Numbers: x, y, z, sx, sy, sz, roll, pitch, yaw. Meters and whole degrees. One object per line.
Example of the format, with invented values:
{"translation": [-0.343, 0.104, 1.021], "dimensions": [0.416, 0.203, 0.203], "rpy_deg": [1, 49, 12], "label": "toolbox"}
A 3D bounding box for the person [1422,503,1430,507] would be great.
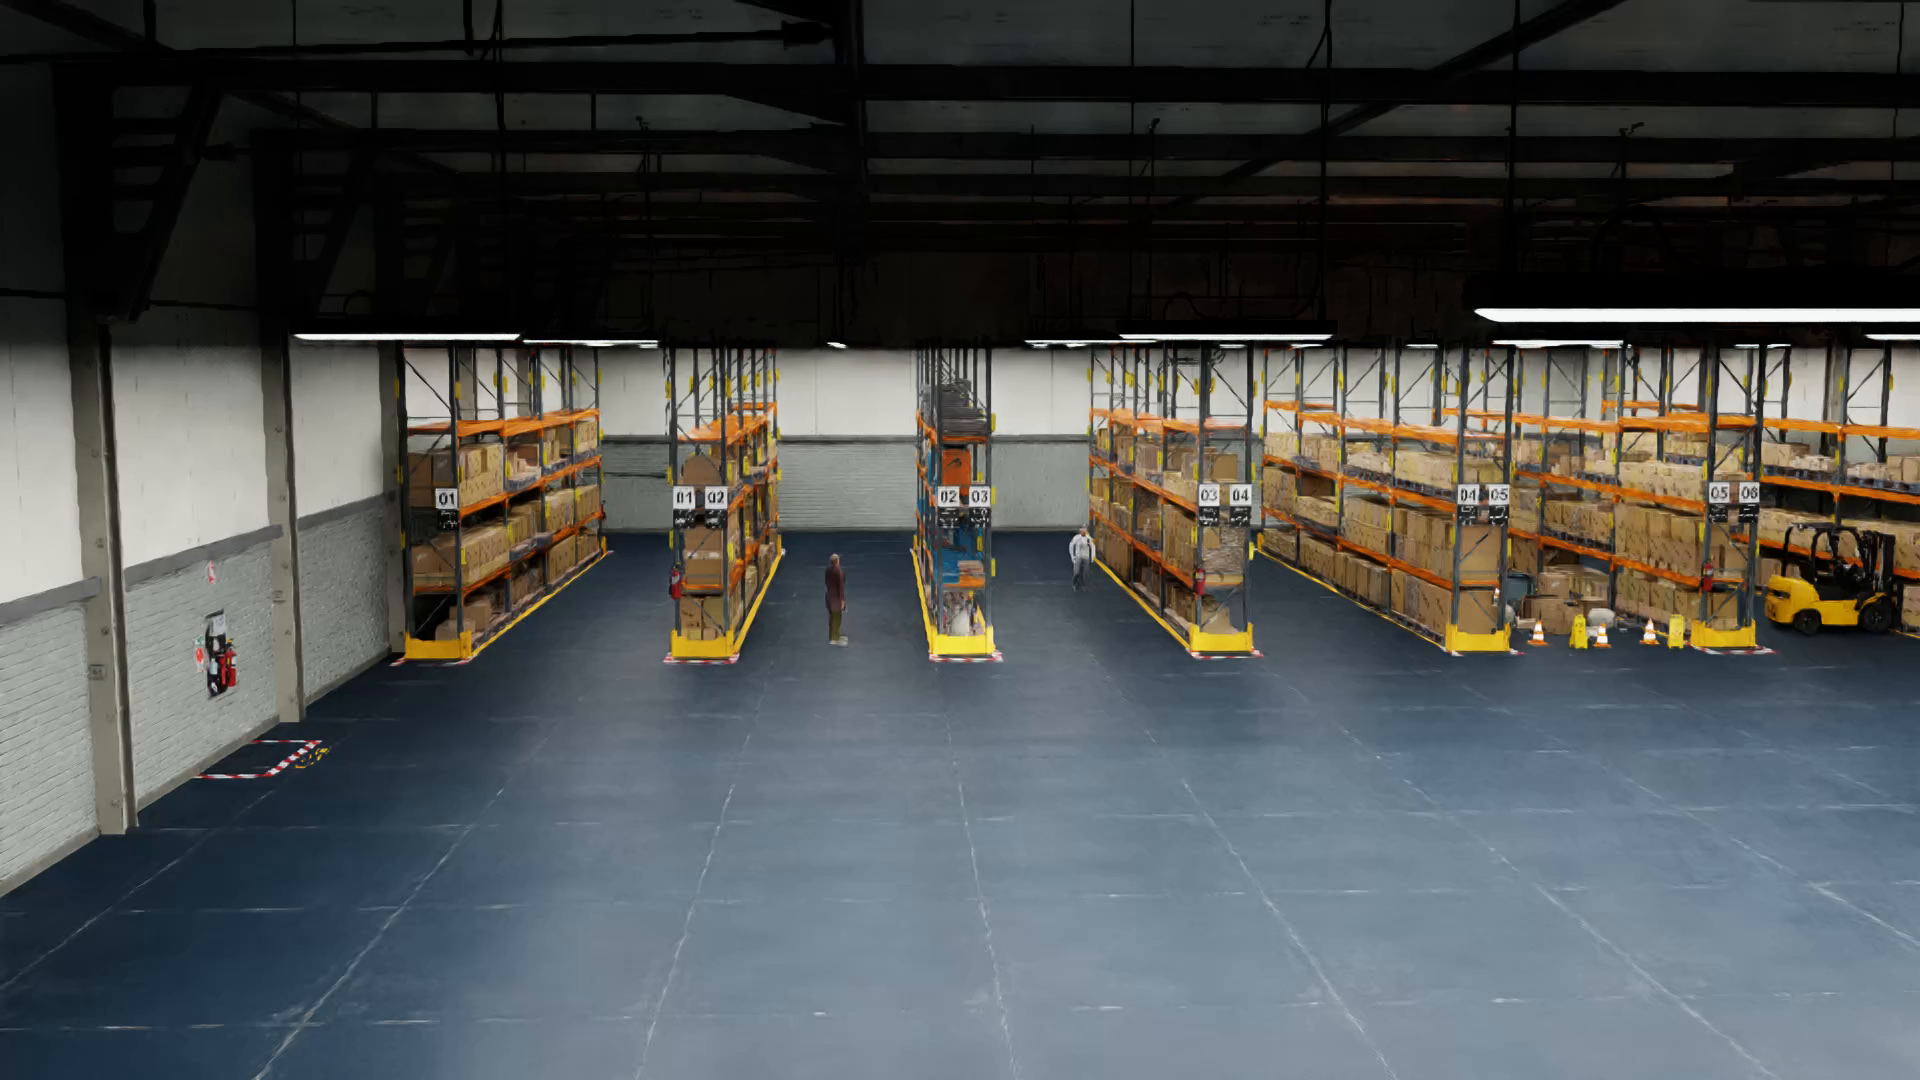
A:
{"translation": [12.669, -0.244, 45.145], "dimensions": [0.416, 1.679, 0.507], "rpy_deg": [-4, 8, -33], "label": "person"}

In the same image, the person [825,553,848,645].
{"translation": [-2.386, 1.141, 32.451], "dimensions": [0.514, 1.785, 0.638], "rpy_deg": [-4, 8, -32], "label": "person"}

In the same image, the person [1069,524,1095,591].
{"translation": [2.913, 0.415, 39.695], "dimensions": [0.639, 1.632, 0.512], "rpy_deg": [-1, 7, -5], "label": "person"}
